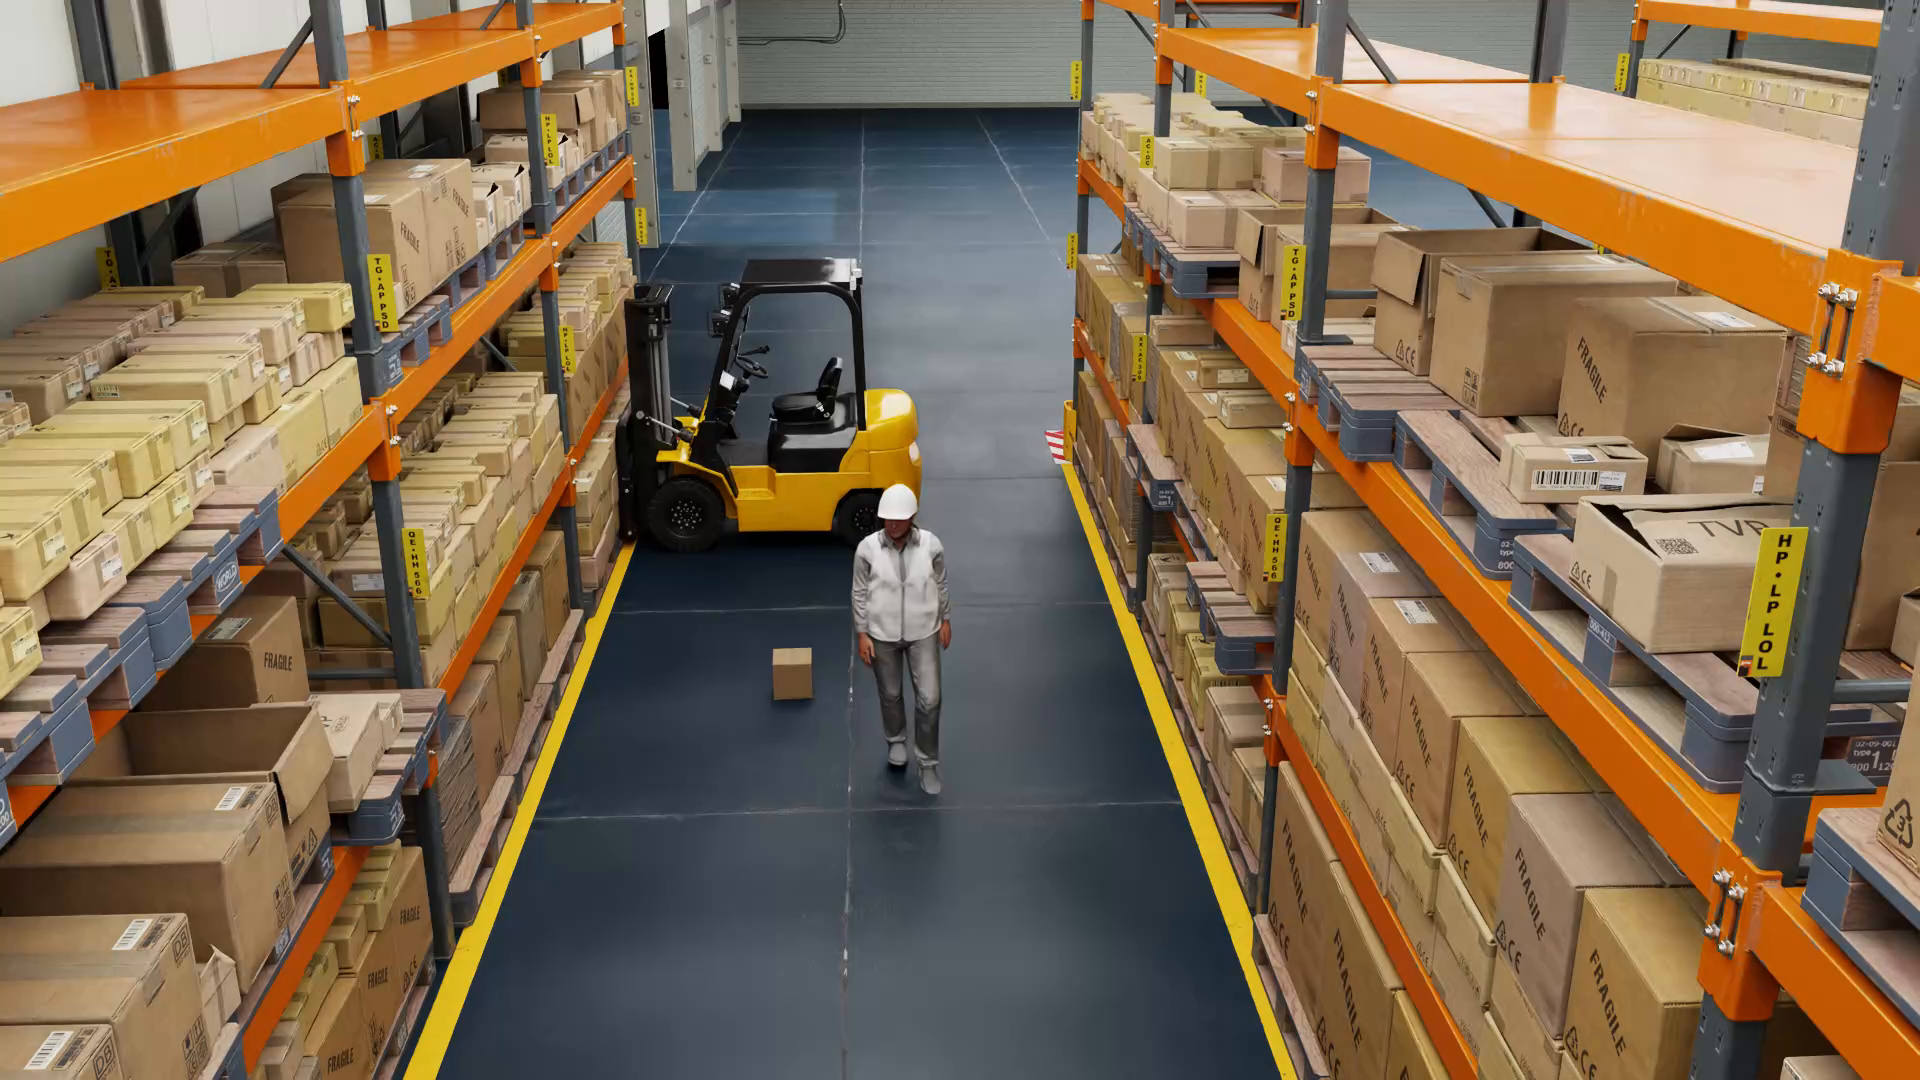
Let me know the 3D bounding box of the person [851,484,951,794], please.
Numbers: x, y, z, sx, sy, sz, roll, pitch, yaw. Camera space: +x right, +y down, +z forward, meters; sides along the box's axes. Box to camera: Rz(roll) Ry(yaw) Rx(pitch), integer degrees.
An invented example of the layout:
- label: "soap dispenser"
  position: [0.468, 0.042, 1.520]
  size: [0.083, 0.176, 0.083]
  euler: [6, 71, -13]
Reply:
- label: "person"
  position: [-0.332, 0.563, 9.572]
  size: [0.578, 1.841, 0.606]
  euler: [-1, 20, -3]
